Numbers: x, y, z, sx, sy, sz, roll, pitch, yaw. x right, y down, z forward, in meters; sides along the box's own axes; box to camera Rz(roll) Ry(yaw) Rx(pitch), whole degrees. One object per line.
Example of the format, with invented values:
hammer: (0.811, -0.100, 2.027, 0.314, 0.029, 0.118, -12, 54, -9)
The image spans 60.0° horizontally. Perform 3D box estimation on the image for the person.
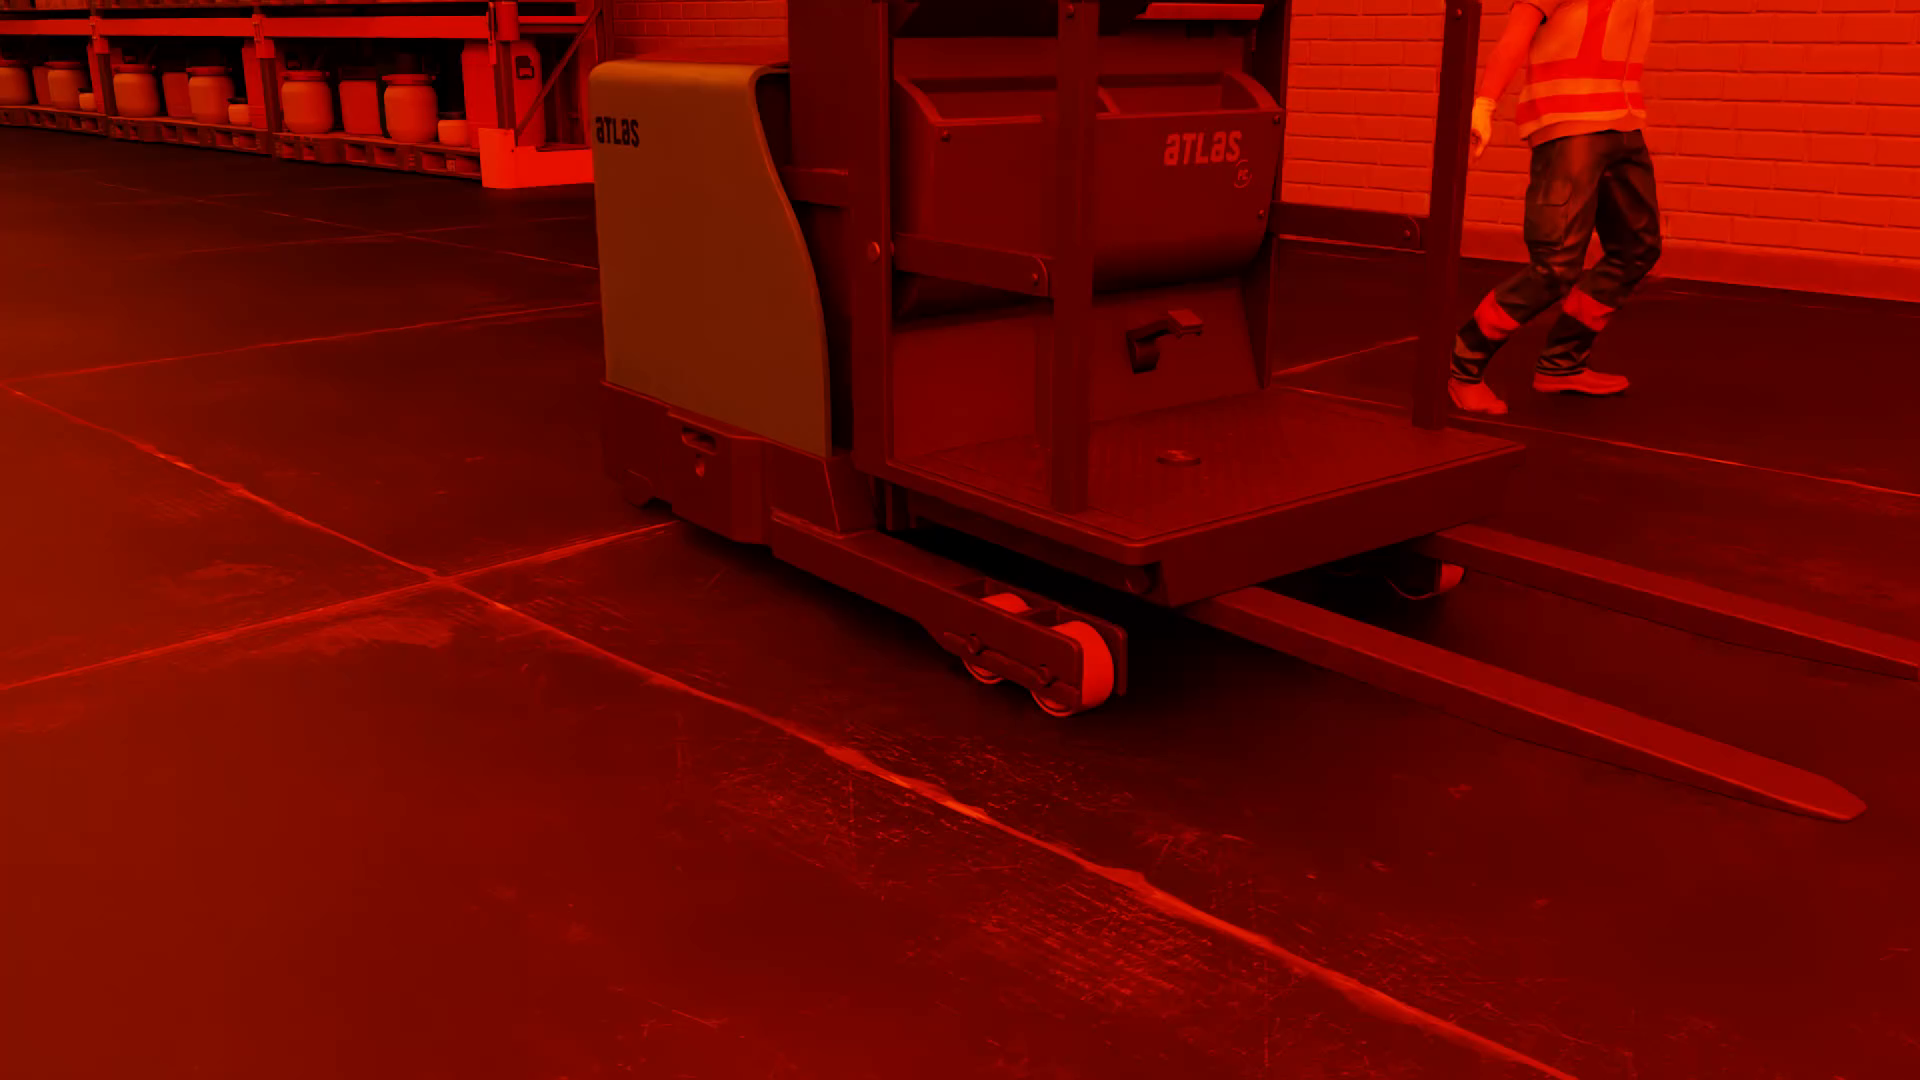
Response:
person: (1.794, -1.236, 5.043, 0.886, 1.721, 0.500, -14, 22, -39)

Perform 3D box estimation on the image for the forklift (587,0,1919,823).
forklift: (0.409, -1.257, 2.997, 1.130, 2.935, 3.031, -13, 21, -36)
